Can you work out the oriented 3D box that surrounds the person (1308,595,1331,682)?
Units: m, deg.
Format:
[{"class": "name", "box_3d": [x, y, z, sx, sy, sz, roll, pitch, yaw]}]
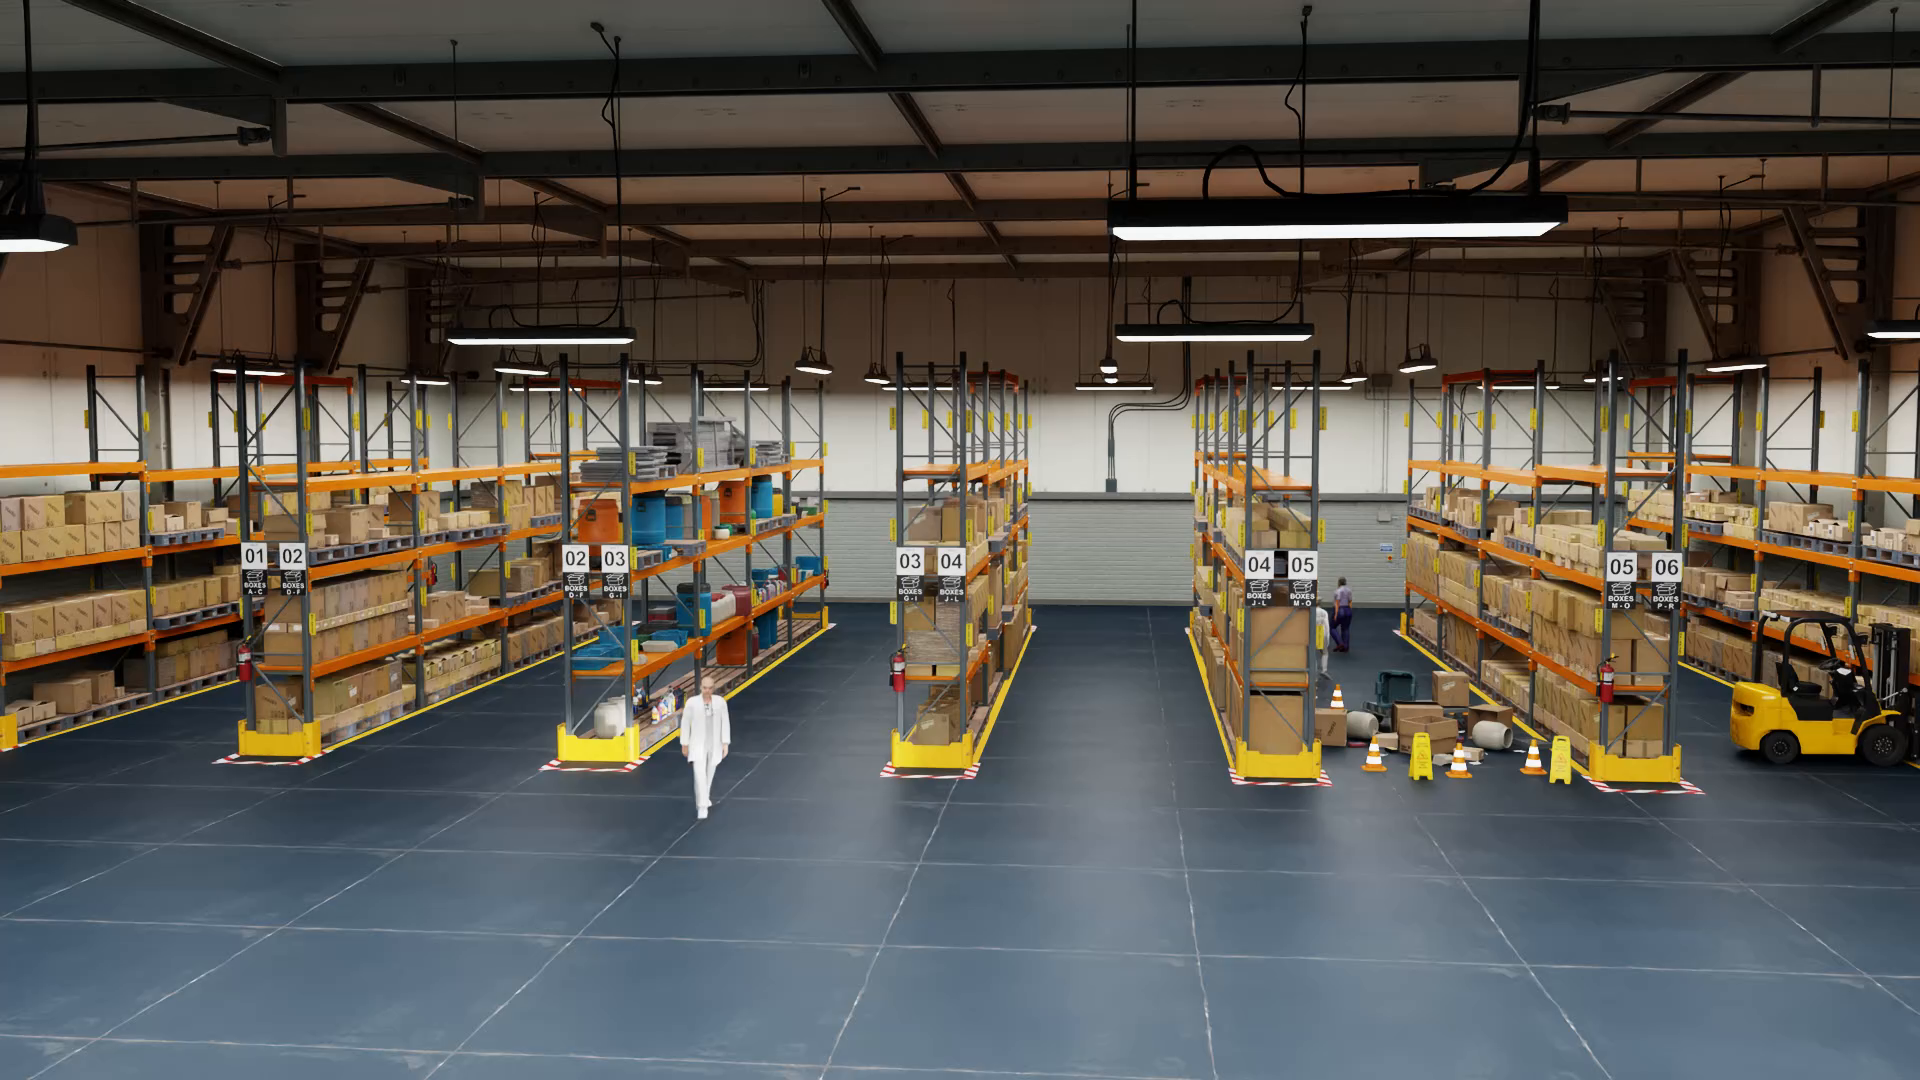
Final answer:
[{"class": "person", "box_3d": [6.860, 1.901, 31.964, 0.523, 1.674, 0.479, 0, 4, 3]}]

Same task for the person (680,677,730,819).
[{"class": "person", "box_3d": [-3.225, 2.605, 21.186, 0.599, 1.727, 1.058, -2, 5, -27]}]

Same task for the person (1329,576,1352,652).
[{"class": "person", "box_3d": [8.299, 1.615, 36.109, 0.528, 1.648, 0.444, -3, 5, -32]}]
